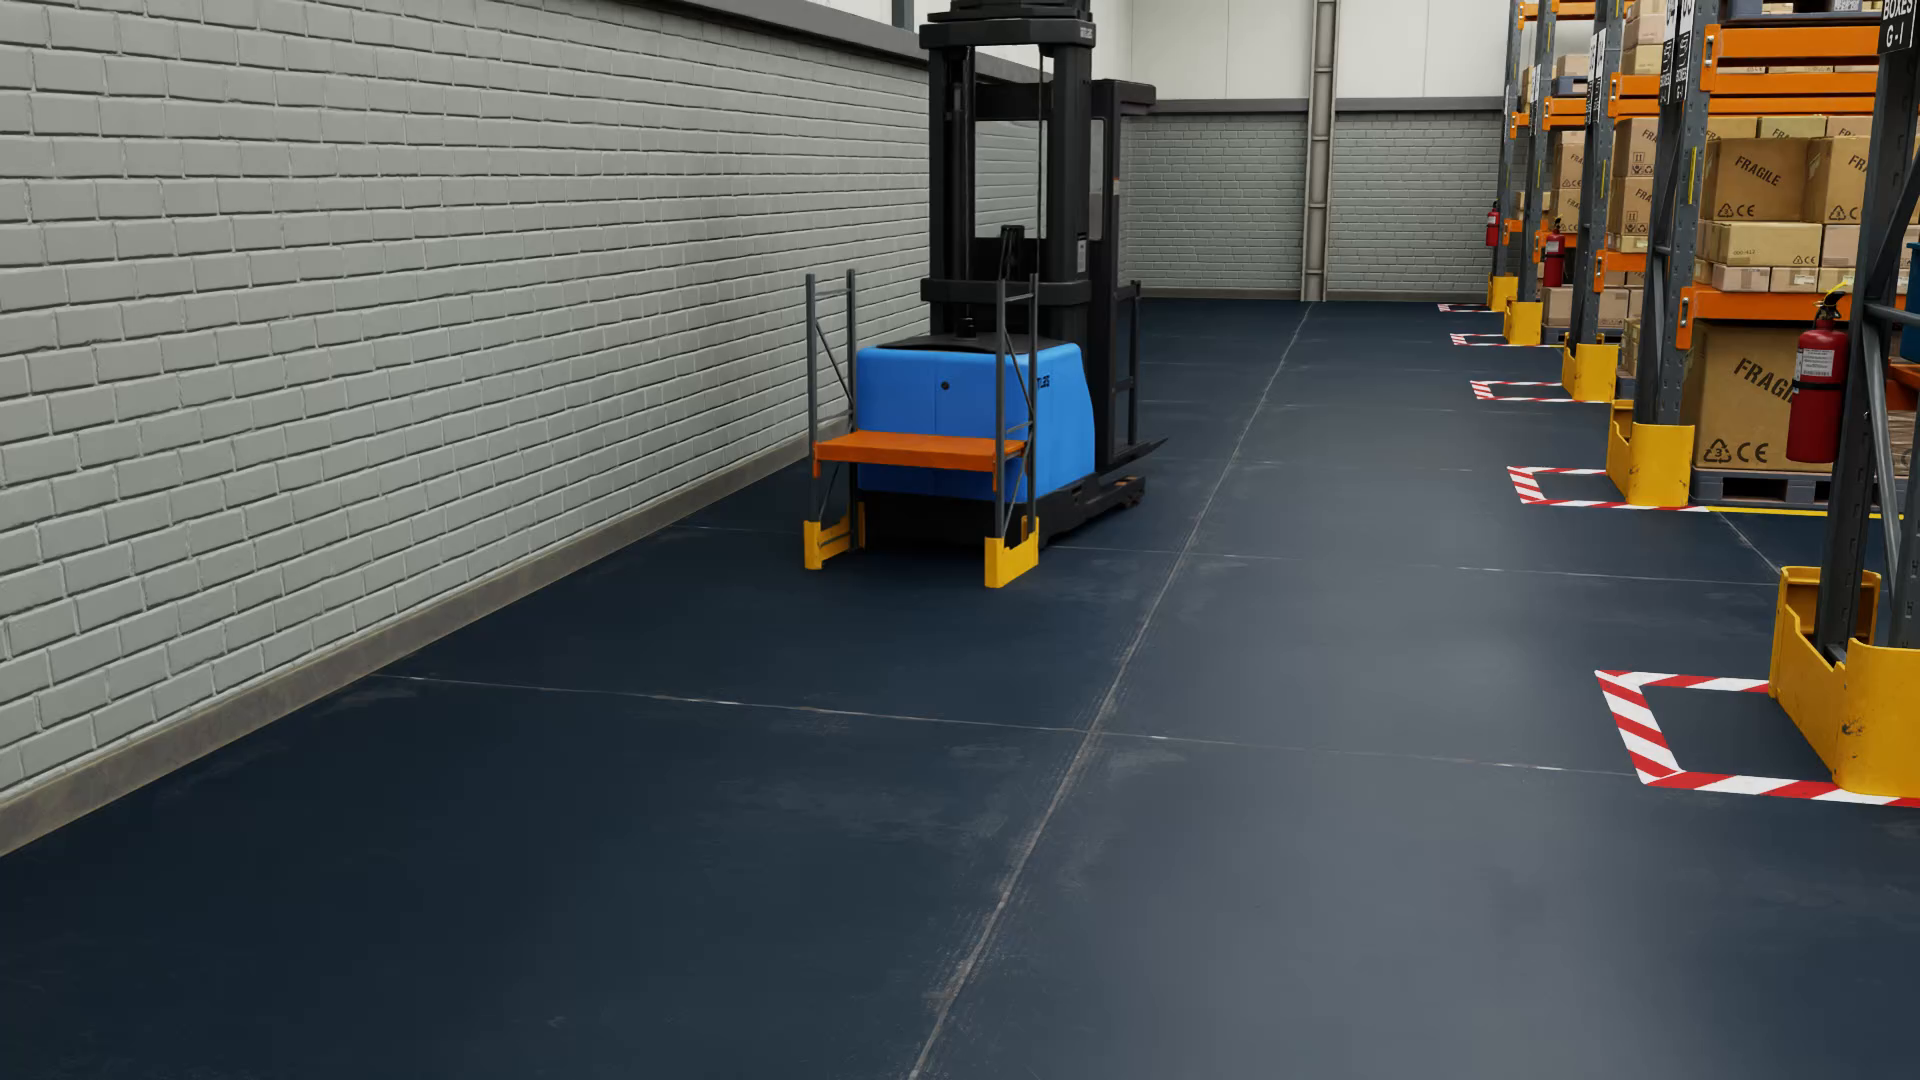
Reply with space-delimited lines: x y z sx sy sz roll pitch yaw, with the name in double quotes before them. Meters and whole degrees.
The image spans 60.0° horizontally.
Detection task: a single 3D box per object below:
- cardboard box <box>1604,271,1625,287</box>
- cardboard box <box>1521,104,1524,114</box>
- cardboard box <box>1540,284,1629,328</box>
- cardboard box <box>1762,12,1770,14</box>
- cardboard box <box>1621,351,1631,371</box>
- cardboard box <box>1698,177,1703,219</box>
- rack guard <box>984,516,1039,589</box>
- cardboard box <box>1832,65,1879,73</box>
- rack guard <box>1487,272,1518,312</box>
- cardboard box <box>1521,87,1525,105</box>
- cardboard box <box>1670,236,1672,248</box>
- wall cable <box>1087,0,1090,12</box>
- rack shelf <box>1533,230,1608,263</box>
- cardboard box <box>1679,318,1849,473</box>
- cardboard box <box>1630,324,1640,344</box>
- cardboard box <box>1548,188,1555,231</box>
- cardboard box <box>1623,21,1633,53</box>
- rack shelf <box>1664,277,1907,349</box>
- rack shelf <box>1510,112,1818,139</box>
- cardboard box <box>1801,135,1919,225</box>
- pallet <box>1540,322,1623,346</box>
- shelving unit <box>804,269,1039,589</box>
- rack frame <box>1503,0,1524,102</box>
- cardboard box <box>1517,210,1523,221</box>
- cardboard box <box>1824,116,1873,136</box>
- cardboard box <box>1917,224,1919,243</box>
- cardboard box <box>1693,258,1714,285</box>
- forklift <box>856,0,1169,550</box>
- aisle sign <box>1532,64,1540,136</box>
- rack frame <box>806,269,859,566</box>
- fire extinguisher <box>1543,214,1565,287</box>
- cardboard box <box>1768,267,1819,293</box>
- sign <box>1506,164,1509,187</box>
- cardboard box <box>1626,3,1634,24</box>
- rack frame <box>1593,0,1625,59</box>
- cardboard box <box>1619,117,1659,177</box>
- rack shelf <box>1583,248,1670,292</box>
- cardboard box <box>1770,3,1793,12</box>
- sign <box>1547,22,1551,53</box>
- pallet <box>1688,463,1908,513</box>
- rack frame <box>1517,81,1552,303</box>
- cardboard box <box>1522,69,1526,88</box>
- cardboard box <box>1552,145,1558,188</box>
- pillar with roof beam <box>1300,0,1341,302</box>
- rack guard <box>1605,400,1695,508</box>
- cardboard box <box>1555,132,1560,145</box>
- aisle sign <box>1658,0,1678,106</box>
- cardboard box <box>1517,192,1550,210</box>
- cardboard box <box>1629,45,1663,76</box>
"cardboard box" 9.378 -3.797 24.222 0.500 0.500 0.700 4 13 16
"cardboard box" 8.352 -6.290 24.313 0.250 0.149 0.380 3 13 15
"cardboard box" 7.465 -2.813 19.933 0.875 0.438 0.875 3 13 12
"cardboard box" 6.583 -4.357 14.213 0.500 0.250 0.500 3 13 13
"cardboard box" 6.273 -1.656 15.383 0.250 0.149 0.380 3 13 14
"cardboard box" 6.608 -2.916 14.535 0.500 0.500 0.500 3 13 14
"rack guard" 0.264 0.056 8.404 0.087 0.250 0.587 5 14 22
"cardboard box" 7.599 -4.059 14.023 0.500 0.250 0.500 3 13 13
"rack guard" 8.060 -3.692 24.719 0.348 0.500 1.175 3 13 14
"cardboard box" 8.483 -6.487 24.280 0.500 0.250 0.500 3 13 13
"cardboard box" 6.205 -2.613 14.666 0.250 0.149 0.380 4 13 16
"wall cable" 2.097 -7.797 23.514 0.133 3.039 2.988 3 13 14
"rack shelf" 8.742 -3.417 19.371 4.000 0.370 1.077 3 13 14
"cardboard box" 5.066 -0.939 10.479 0.875 0.875 0.875 3 13 14
"cardboard box" 6.140 -1.831 14.800 0.250 0.149 0.380 2 13 11
"cardboard box" 7.332 -3.952 19.888 0.500 0.500 0.500 3 13 14
"cardboard box" 6.220 -4.491 14.816 0.500 0.250 0.500 3 13 12
"rack shelf" 6.368 -1.333 9.978 4.000 0.370 1.077 3 13 14
"rack shelf" 9.928 -5.925 23.752 4.000 0.370 1.077 3 13 14
"cardboard box" 5.313 -2.119 9.786 0.500 0.500 0.500 3 13 12
"pallet" 7.595 -2.486 19.950 1.213 0.211 1.003 3 13 14
"shelving unit" -0.196 -0.595 8.455 1.083 1.500 0.587 5 14 22
"rack frame" 7.986 -7.845 23.817 0.127 3.000 1.000 3 13 14
"cardboard box" 8.239 -4.719 24.157 0.250 0.149 0.380 3 13 13
"cardboard box" 7.571 -3.347 14.167 0.500 0.500 0.500 3 13 12
"cardboard box" 5.820 -1.726 9.748 0.500 0.250 0.500 3 13 12
"cardboard box" 4.850 -1.716 10.624 0.250 0.149 0.380 3 13 15
"forklift" 0.497 -1.655 9.928 1.130 2.935 3.031 6 14 24
"aisle sign" 6.661 -5.084 19.221 0.004 0.787 0.394 3 13 14
"rack frame" -0.658 -0.637 8.641 0.032 1.500 0.500 5 14 22
"fire extinguisher" 5.578 -2.716 15.591 0.183 0.674 0.296 3 13 14
"cardboard box" 4.941 -1.565 9.941 0.250 0.149 0.380 3 13 13
"sign" 7.856 -5.225 23.858 0.005 0.325 0.100 3 13 14
"cardboard box" 6.105 -4.700 14.840 0.250 0.149 0.380 3 13 13
"rack frame" 5.712 -5.755 14.396 0.127 3.000 1.000 3 13 14
"cardboard box" 6.085 -3.429 14.538 0.500 0.500 0.500 3 13 13
"rack shelf" 7.654 -2.371 14.656 4.000 0.370 1.077 3 13 14
"cardboard box" 6.973 -4.541 14.121 0.250 0.149 0.380 3 13 15
"sign" 6.661 -5.685 18.808 0.005 0.325 0.100 3 13 14
"pallet" 5.221 -0.402 10.557 1.213 0.211 1.003 3 13 14
"rack frame" 6.800 -3.872 19.761 0.127 3.000 1.000 3 13 14
"cardboard box" 8.484 -6.732 24.232 0.500 0.250 0.500 3 13 12
"cardboard box" 7.325 -4.434 19.755 0.500 0.500 0.500 4 13 15
"pillar with roof beam" 4.553 -7.269 21.221 0.400 9.000 9.100 3 13 14
"rack guard" 4.403 -0.569 10.644 0.348 0.500 1.175 3 13 14
"cardboard box" 7.197 -4.749 19.677 0.250 0.149 0.380 3 13 14
"aisle sign" 4.428 -3.124 10.388 0.004 0.787 0.394 3 13 14
"cardboard box" 8.362 -4.908 24.089 0.500 0.250 0.500 3 13 14
"cardboard box" 6.087 -4.140 14.390 0.500 0.250 0.500 4 13 16
